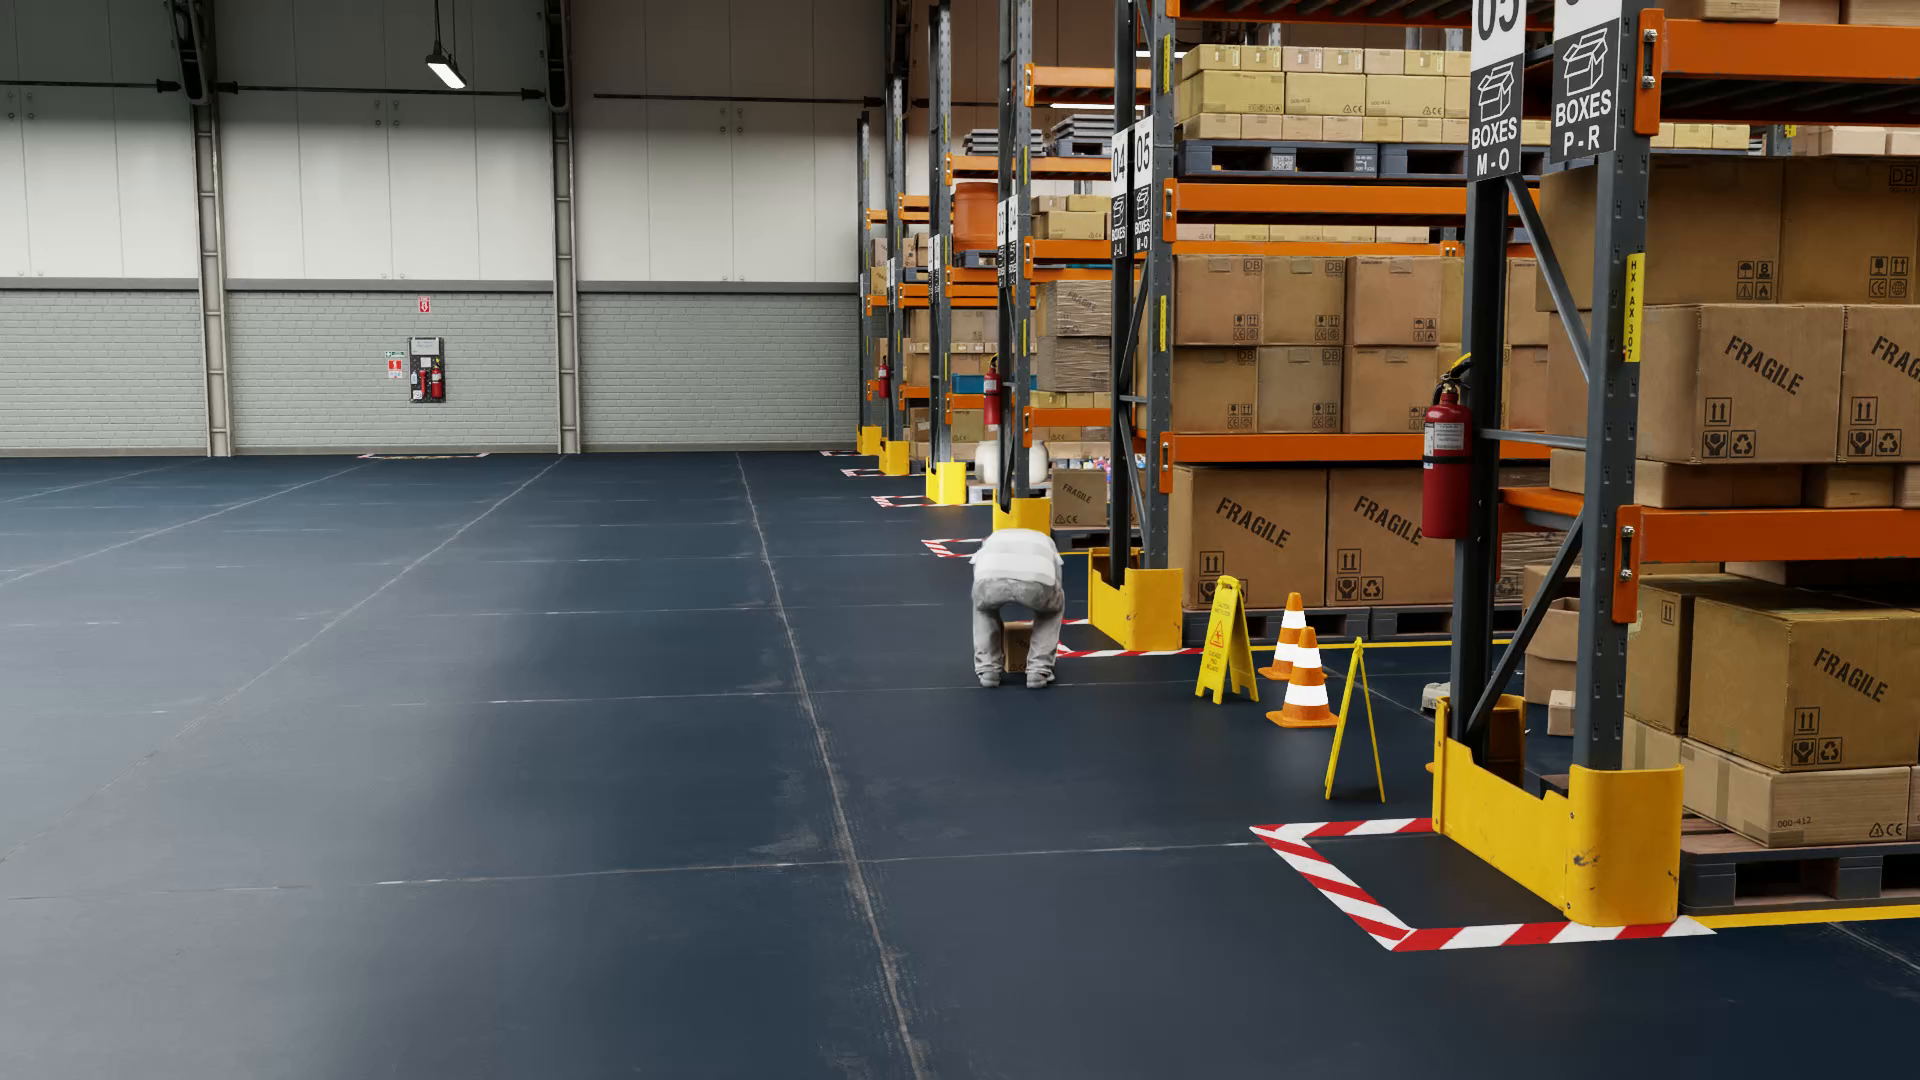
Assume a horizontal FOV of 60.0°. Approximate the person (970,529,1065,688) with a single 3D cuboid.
[{"bbox_3d":[0.313,0.362,9.234,0.543,0.859,0.991,1,6,8],"label":"person"}]
